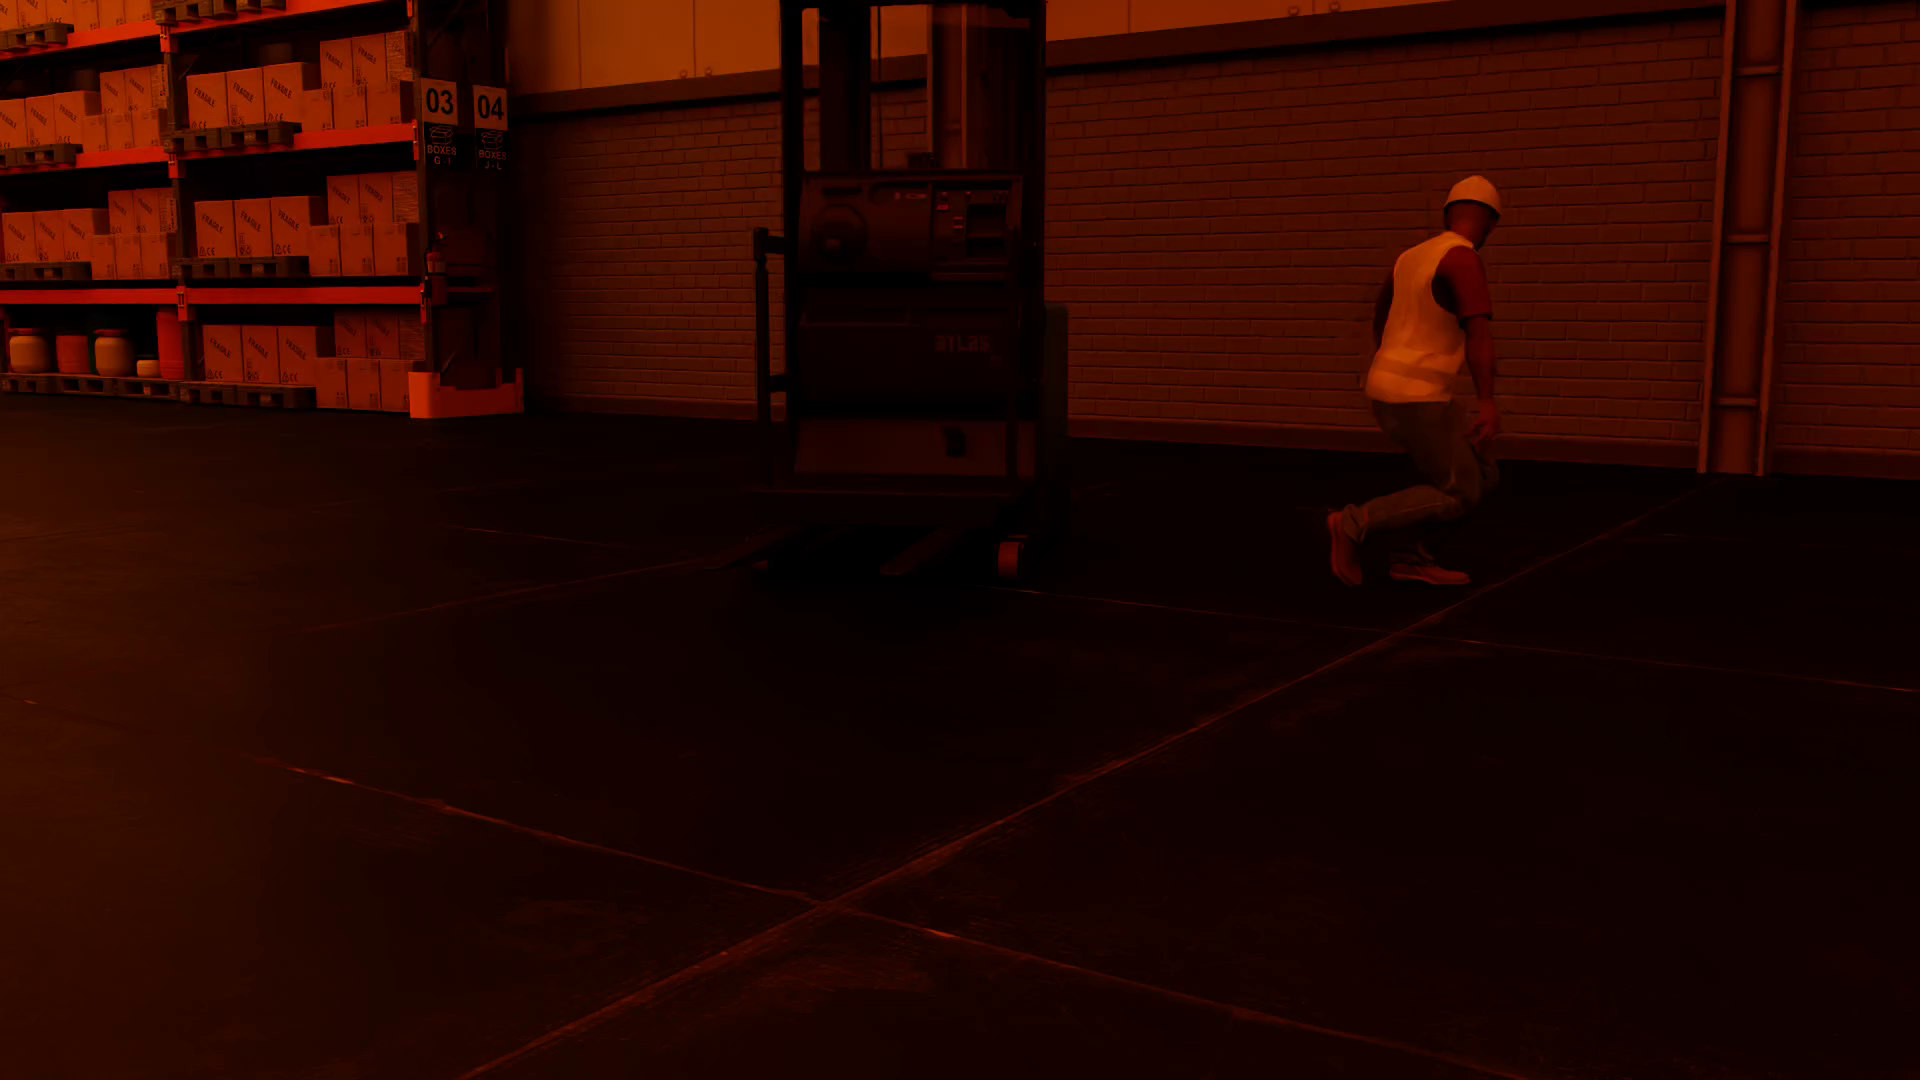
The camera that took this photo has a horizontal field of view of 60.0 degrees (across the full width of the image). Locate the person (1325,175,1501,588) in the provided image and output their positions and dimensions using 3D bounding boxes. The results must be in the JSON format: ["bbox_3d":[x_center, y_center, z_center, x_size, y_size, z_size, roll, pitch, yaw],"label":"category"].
[{"bbox_3d":[1.718,-0.581,6.250,0.647,1.556,0.873,1,8,10],"label":"person"}]

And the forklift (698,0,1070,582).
[{"bbox_3d":[-0.240,-1.341,6.620,1.130,2.935,3.031,1,8,10],"label":"forklift"}]
